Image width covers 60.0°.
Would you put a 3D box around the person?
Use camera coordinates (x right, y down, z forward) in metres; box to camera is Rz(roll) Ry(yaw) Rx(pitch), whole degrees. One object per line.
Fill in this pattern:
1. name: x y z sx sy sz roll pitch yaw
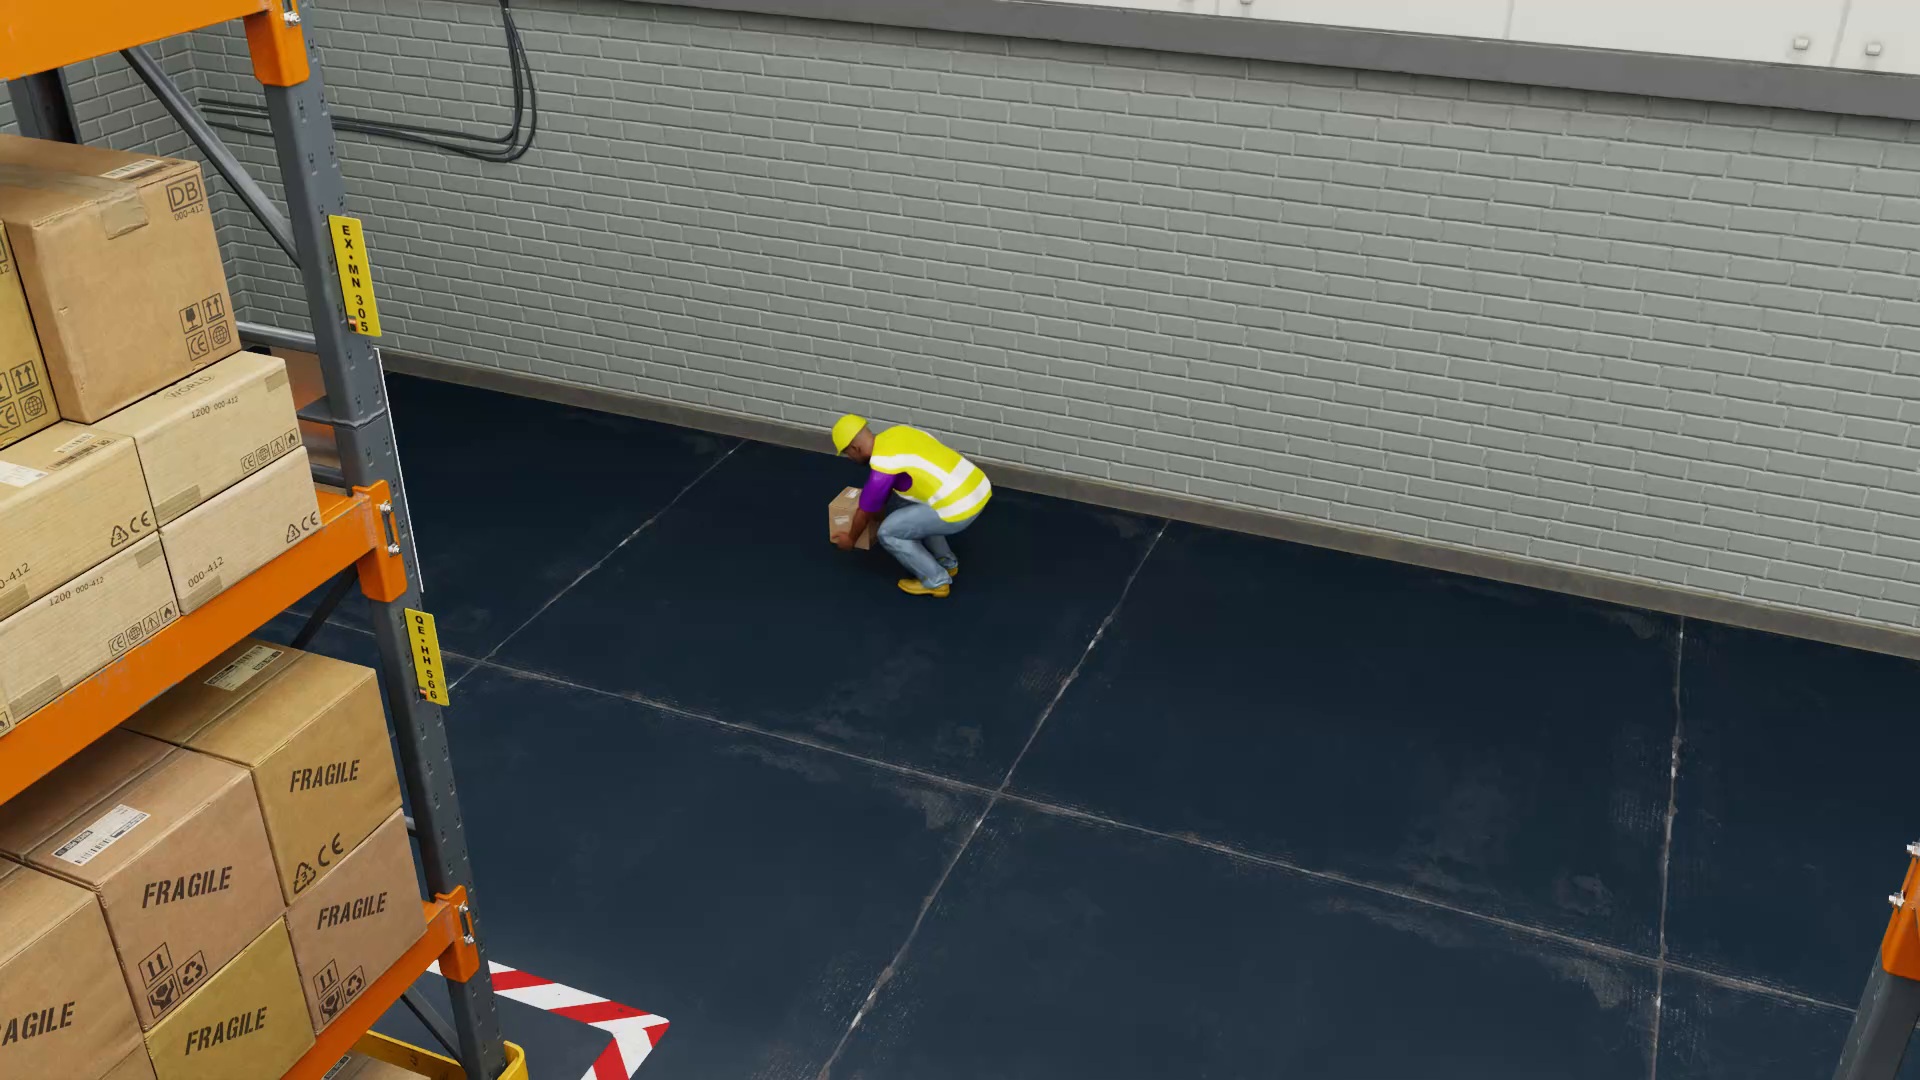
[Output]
1. person: -0.291 -0.210 9.524 0.914 1.009 0.534 10 31 18
